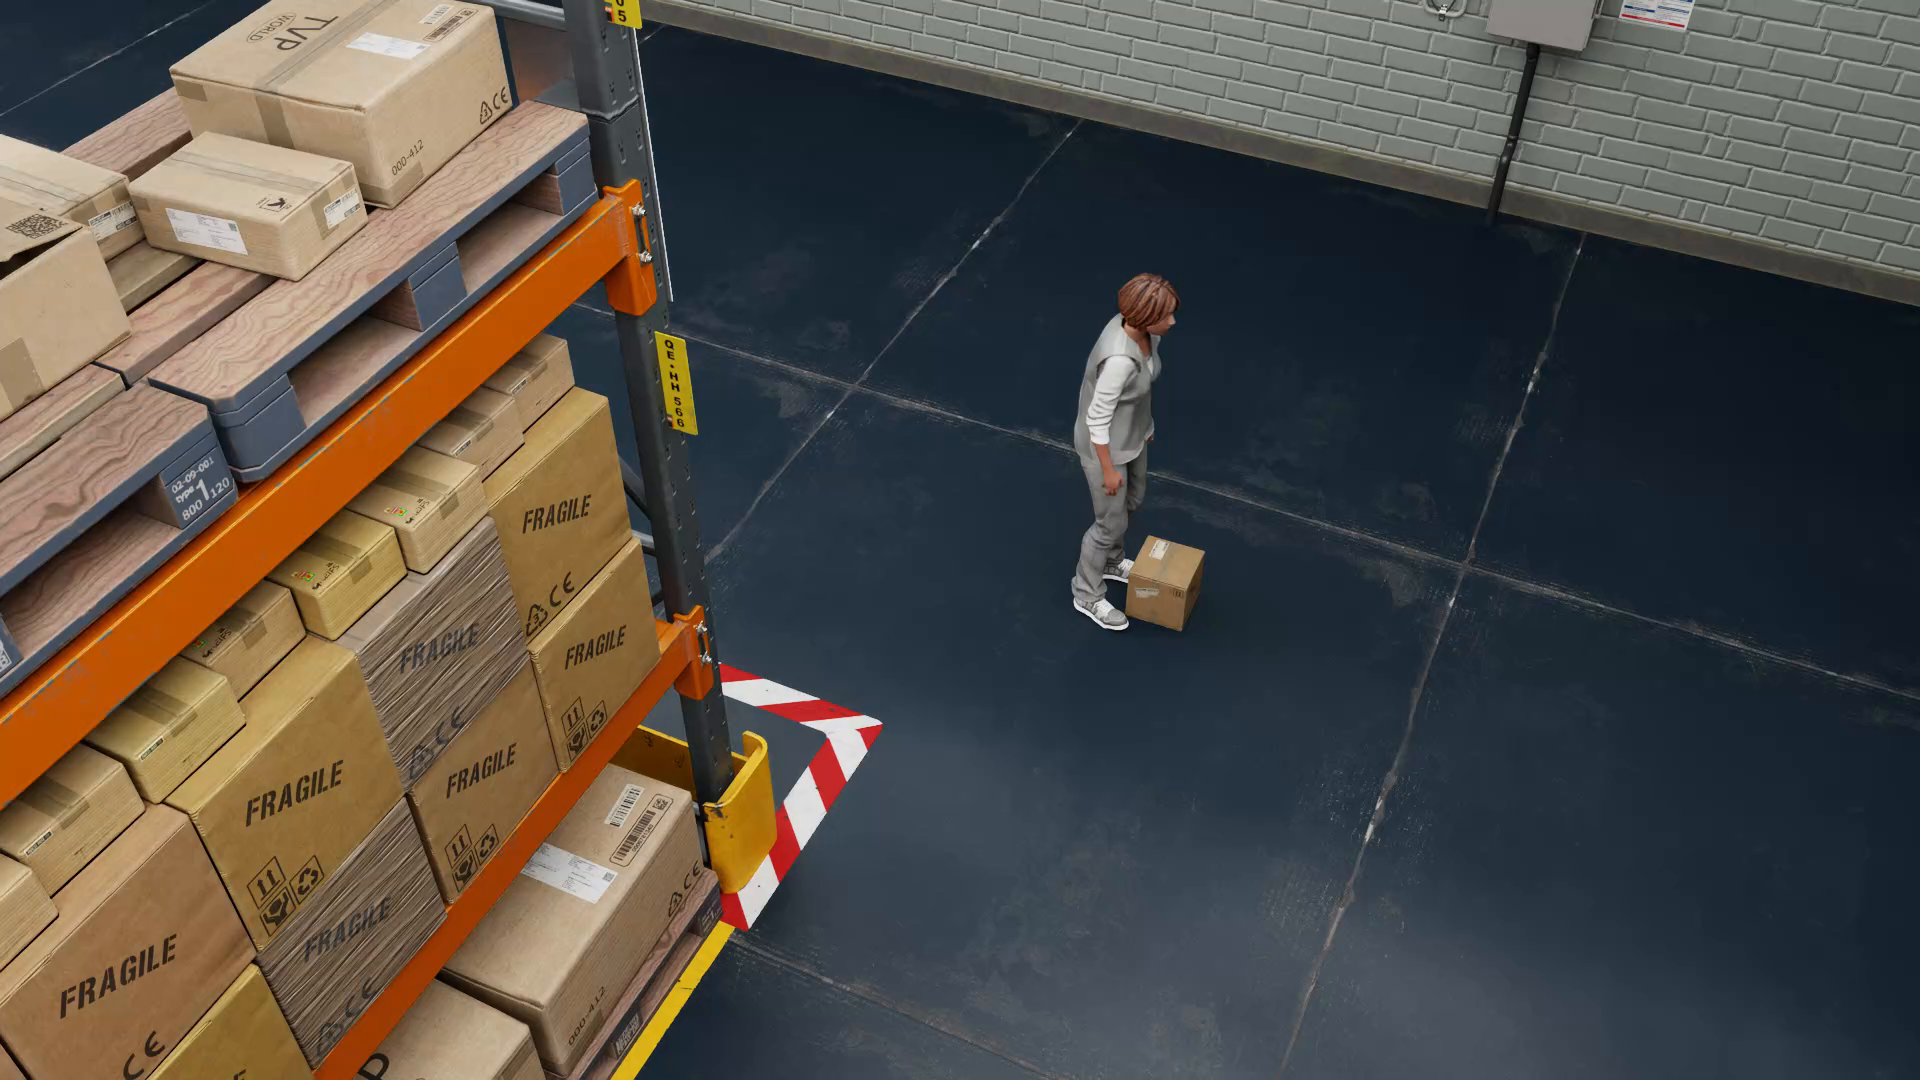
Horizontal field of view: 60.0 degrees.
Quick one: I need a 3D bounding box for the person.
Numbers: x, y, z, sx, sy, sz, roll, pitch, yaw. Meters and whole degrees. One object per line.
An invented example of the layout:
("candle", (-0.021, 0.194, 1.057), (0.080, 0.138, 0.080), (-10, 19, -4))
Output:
("person", (0.632, -0.376, 6.577), (0.343, 1.593, 0.462), (18, 46, 18))
